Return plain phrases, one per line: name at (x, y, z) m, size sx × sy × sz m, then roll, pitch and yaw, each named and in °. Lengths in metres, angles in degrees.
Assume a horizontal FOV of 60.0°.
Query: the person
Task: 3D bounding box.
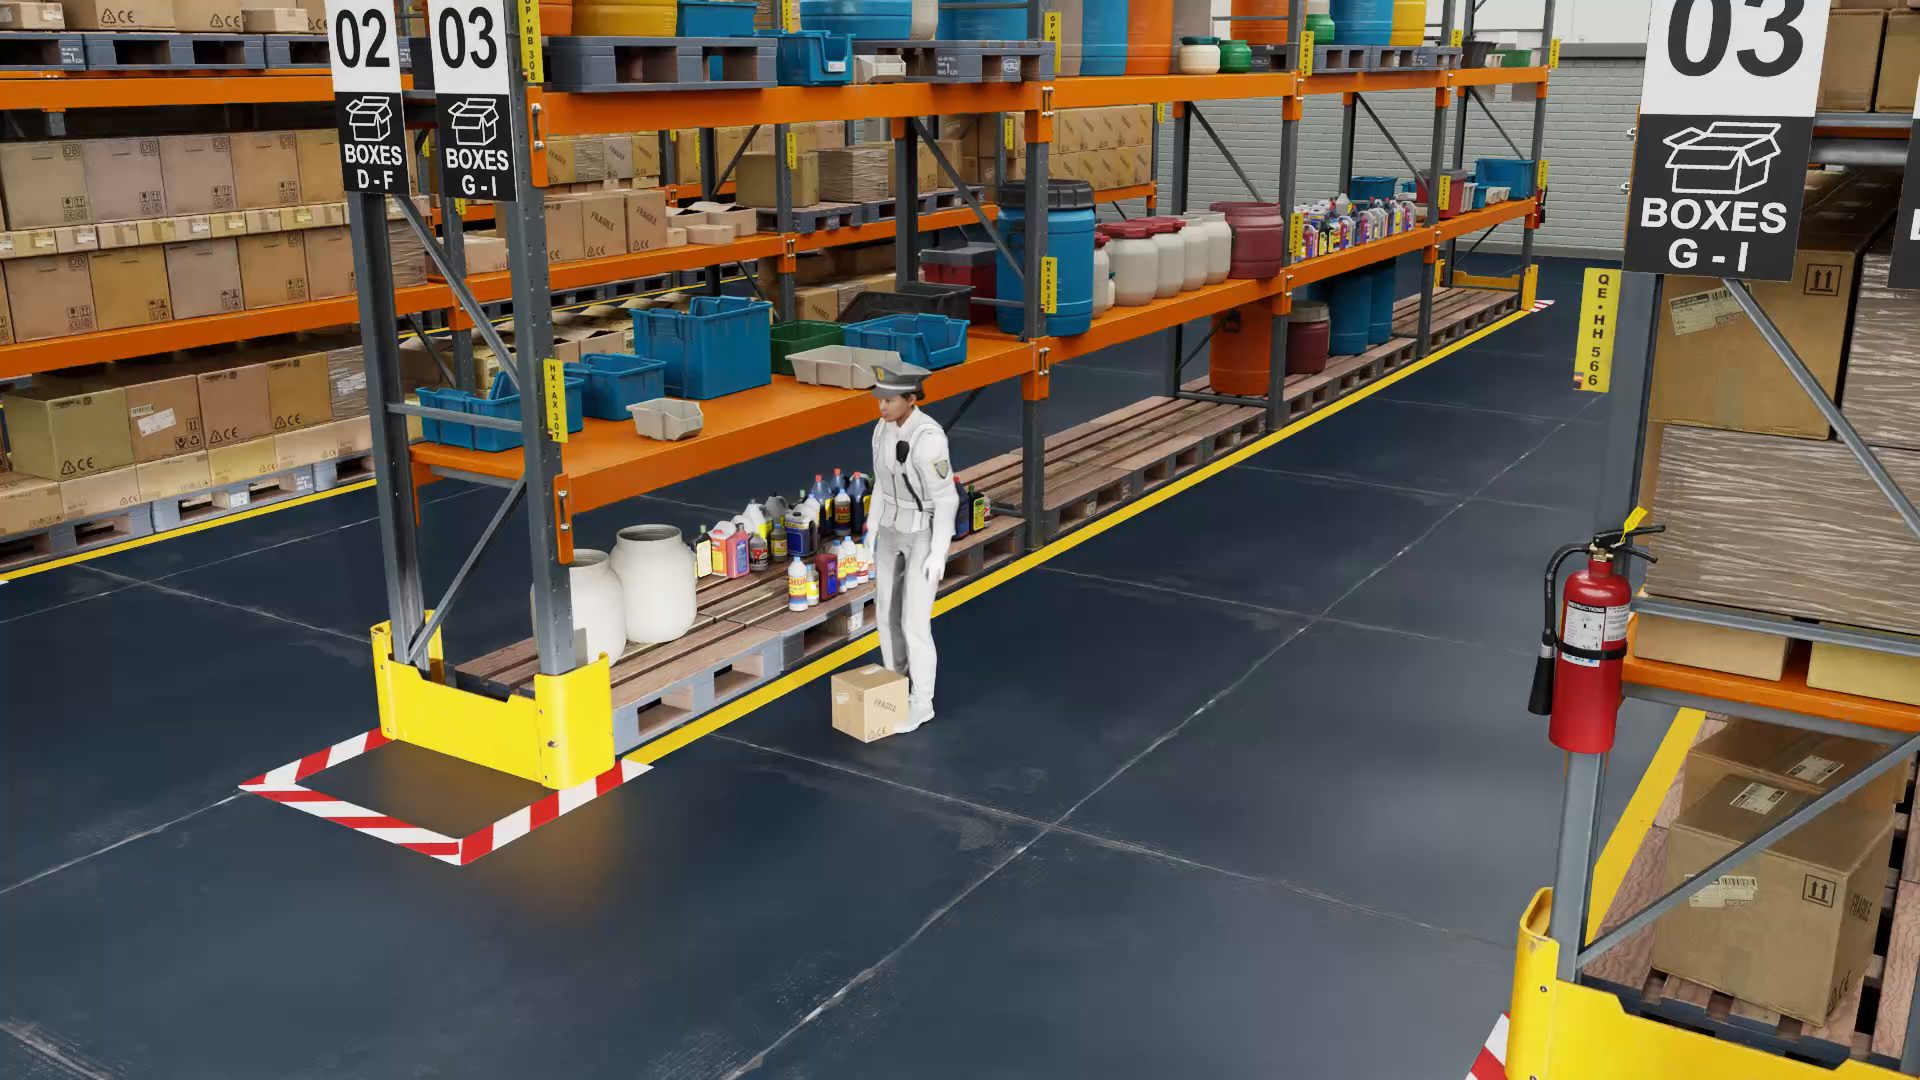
person at (-0.240, 0.017, 7.470) m, size 0.404 × 1.663 × 0.535 m, roll -13°, pitch 21°, yaw -38°
